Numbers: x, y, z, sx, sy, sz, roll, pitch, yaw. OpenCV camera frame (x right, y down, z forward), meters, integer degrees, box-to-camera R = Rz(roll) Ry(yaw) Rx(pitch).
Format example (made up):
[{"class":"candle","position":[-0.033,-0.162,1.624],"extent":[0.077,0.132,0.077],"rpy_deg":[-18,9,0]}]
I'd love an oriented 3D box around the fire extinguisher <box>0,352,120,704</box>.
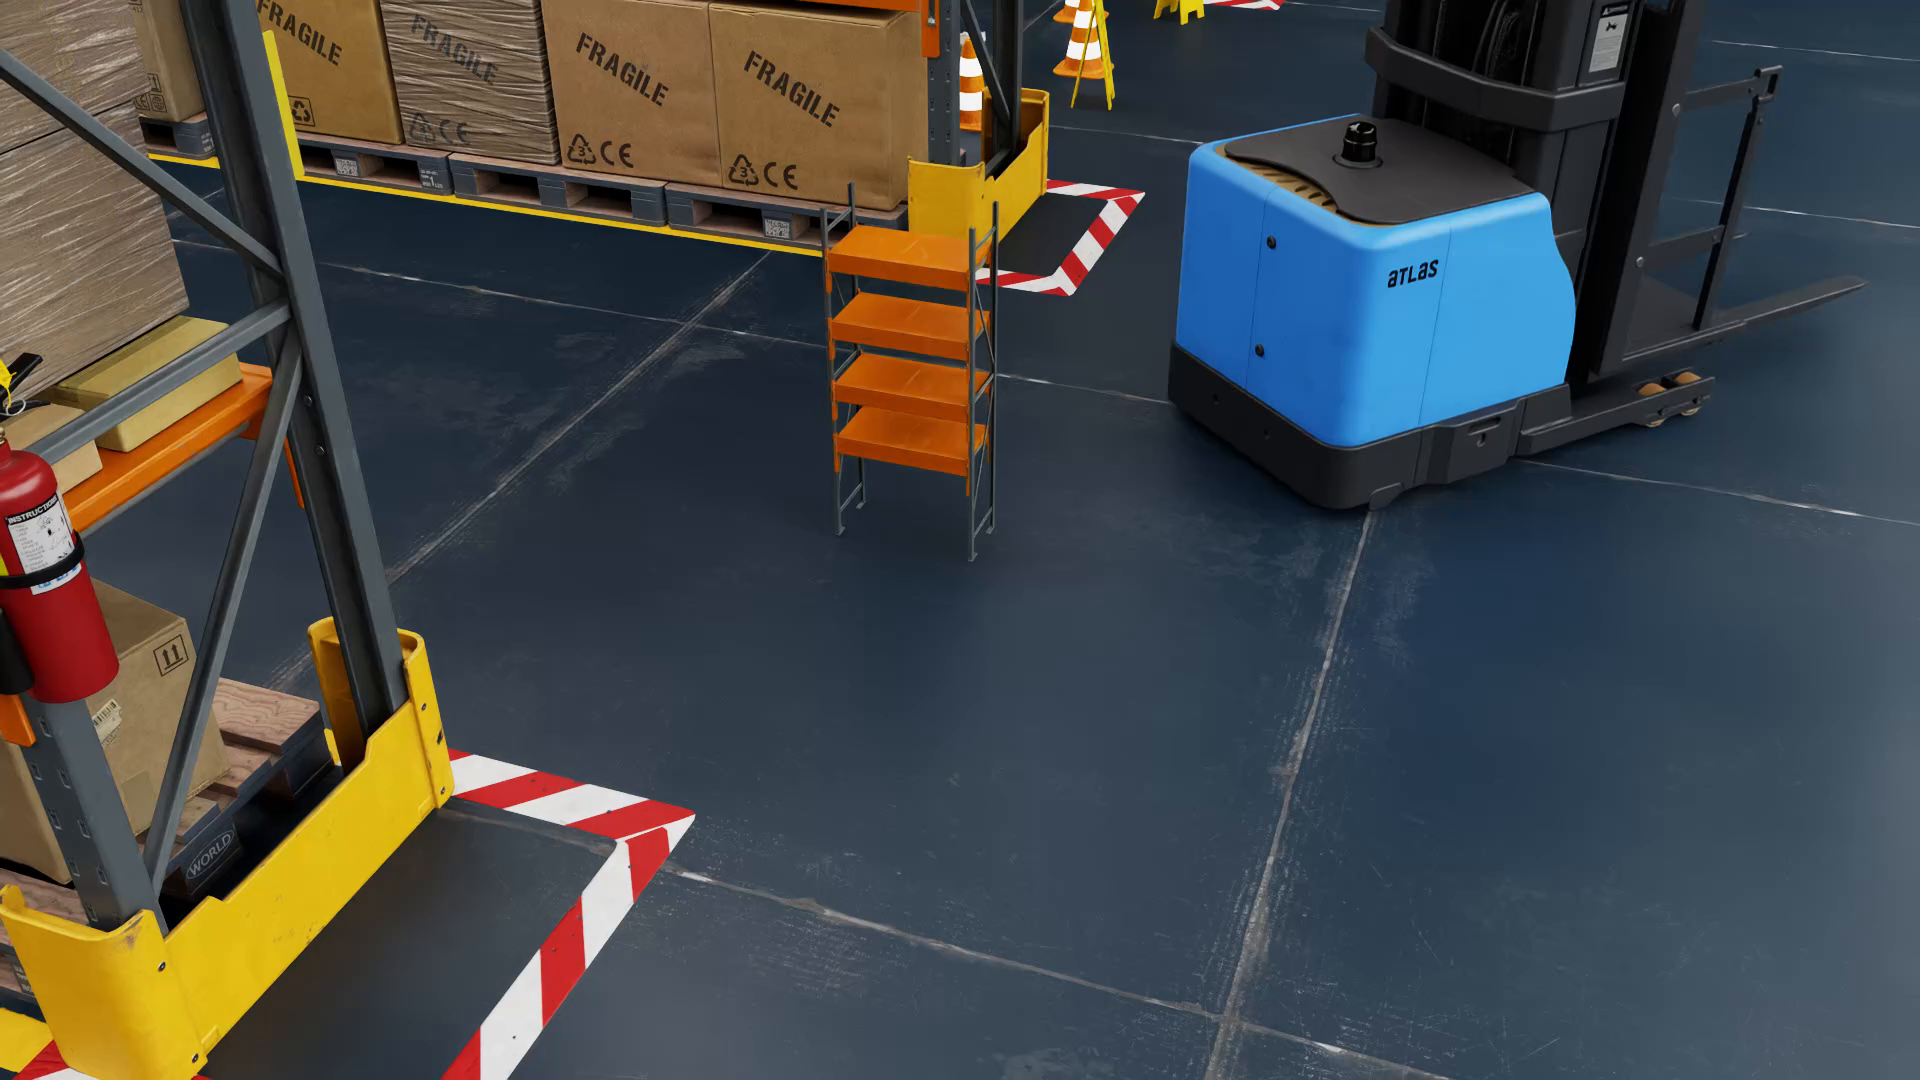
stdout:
[{"class":"fire extinguisher","position":[-1.736,-0.011,3.073],"extent":[0.183,0.674,0.296],"rpy_deg":[11,34,16]}]

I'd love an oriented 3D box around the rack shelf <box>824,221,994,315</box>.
[{"class":"rack shelf","position":[-0.156,-0.864,5.258],"extent":[0.480,0.148,0.258],"rpy_deg":[11,34,16]}]

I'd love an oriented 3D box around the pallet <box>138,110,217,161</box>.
[{"class":"pallet","position":[-4.437,-2.477,9.392],"extent":[1.213,0.211,1.003],"rpy_deg":[11,34,16]}]

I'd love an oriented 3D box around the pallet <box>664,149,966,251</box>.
[{"class":"pallet","position":[-0.698,-1.749,8.264],"extent":[1.213,0.211,1.003],"rpy_deg":[11,34,16]}]

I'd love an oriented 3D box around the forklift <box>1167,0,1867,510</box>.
[{"class":"forklift","position":[2.351,-1.901,5.992],"extent":[3.031,2.935,1.130],"rpy_deg":[-17,36,-24]}]

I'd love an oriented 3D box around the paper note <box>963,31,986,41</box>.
[{"class":"paper note","position":[0.094,-3.269,10.786],"extent":[0.142,0.019,0.148],"rpy_deg":[0,33,0]}]

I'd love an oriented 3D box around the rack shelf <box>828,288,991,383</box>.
[{"class":"rack shelf","position":[-0.156,-0.666,5.387],"extent":[0.480,0.148,0.258],"rpy_deg":[11,34,16]}]

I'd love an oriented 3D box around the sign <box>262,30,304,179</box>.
[{"class":"sign","position":[-1.505,-0.941,3.643],"extent":[0.005,0.325,0.100],"rpy_deg":[11,34,16]}]

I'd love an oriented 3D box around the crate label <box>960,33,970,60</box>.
[{"class":"crate label","position":[0.000,-3.061,10.364],"extent":[0.298,0.136,0.250],"rpy_deg":[-6,33,-9]}]

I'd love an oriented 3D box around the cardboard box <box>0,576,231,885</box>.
[{"class":"cardboard box","position":[-2.270,0.451,4.203],"extent":[0.500,0.500,0.500],"rpy_deg":[18,37,25]}]

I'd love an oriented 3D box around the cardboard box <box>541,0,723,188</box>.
[{"class":"cardboard box","position":[-1.409,-2.348,8.193],"extent":[0.875,0.875,0.875],"rpy_deg":[10,34,16]}]

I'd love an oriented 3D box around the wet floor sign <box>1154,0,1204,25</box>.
[{"class":"wet floor sign","position":[1.473,-3.790,11.025],"extent":[0.232,0.644,0.267],"rpy_deg":[24,40,32]}]

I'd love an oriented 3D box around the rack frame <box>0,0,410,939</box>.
[{"class":"rack frame","position":[-1.688,-0.300,3.449],"extent":[0.127,3.000,1.000],"rpy_deg":[11,34,16]}]

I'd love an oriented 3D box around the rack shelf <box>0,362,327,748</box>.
[{"class":"rack shelf","position":[-3.571,-0.364,4.211],"extent":[4.000,0.370,1.077],"rpy_deg":[11,34,16]}]

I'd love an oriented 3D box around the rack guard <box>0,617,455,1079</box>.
[{"class":"rack guard","position":[-1.759,0.736,4.149],"extent":[0.348,0.500,1.175],"rpy_deg":[11,34,16]}]

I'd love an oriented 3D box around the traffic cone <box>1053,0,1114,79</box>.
[{"class":"traffic cone","position":[0.761,-3.085,10.102],"extent":[0.334,0.463,0.336],"rpy_deg":[11,34,16]}]

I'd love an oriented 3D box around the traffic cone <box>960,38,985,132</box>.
[{"class":"traffic cone","position":[0.060,-2.571,9.305],"extent":[0.334,0.463,0.336],"rpy_deg":[11,34,16]}]

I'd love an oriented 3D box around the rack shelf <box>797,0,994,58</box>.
[{"class":"rack shelf","position":[-1.802,-2.878,8.105],"extent":[4.000,0.370,1.077],"rpy_deg":[11,34,16]}]

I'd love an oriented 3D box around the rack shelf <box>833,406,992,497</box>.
[{"class":"rack shelf","position":[-0.156,-0.311,5.616],"extent":[0.480,0.148,0.258],"rpy_deg":[11,34,16]}]

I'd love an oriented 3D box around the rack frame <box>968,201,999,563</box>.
[{"class":"rack frame","position":[0.074,-0.490,5.402],"extent":[0.015,1.200,0.240],"rpy_deg":[11,34,16]}]

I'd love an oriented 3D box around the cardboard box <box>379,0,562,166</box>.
[{"class":"cardboard box","position":[-2.267,-2.516,8.453],"extent":[0.875,0.875,0.875],"rpy_deg":[11,35,17]}]

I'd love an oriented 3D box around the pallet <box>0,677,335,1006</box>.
[{"class":"pallet","position":[-2.512,0.691,4.485],"extent":[1.213,0.211,1.003],"rpy_deg":[11,34,16]}]

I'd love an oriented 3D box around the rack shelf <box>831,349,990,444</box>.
[{"class":"rack shelf","position":[-0.156,-0.478,5.508],"extent":[0.480,0.148,0.258],"rpy_deg":[11,34,16]}]

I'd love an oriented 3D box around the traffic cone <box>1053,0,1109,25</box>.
[{"class":"traffic cone","position":[0.816,-3.714,11.076],"extent":[0.334,0.463,0.336],"rpy_deg":[11,34,16]}]

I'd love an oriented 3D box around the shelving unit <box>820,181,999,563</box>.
[{"class":"shelving unit","position":[-0.156,-0.534,5.471],"extent":[0.503,1.200,0.258],"rpy_deg":[11,34,16]}]

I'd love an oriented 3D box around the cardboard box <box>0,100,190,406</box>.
[{"class":"cardboard box","position":[-2.196,-0.582,3.519],"extent":[0.500,0.500,0.875],"rpy_deg":[11,34,16]}]

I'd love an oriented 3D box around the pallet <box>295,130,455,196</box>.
[{"class":"pallet","position":[-2.995,-2.195,8.956],"extent":[1.213,0.211,1.003],"rpy_deg":[11,34,16]}]

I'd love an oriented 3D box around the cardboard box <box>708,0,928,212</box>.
[{"class":"cardboard box","position":[-0.580,-2.188,7.945],"extent":[0.875,0.875,0.875],"rpy_deg":[11,35,17]}]

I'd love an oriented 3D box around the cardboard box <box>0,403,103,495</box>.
[{"class":"cardboard box","position":[-2.026,-0.141,3.435],"extent":[0.250,0.149,0.380],"rpy_deg":[11,34,16]}]

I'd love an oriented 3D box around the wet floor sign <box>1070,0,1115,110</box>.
[{"class":"wet floor sign","position":[0.776,-2.831,9.539],"extent":[0.232,0.644,0.267],"rpy_deg":[5,33,8]}]

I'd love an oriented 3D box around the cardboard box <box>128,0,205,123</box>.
[{"class":"cardboard box","position":[-4.300,-2.845,9.078],"extent":[0.750,0.750,1.050],"rpy_deg":[11,34,16]}]

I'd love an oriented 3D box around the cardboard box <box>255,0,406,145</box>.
[{"class":"cardboard box","position":[-3.116,-2.679,8.706],"extent":[0.875,0.875,0.875],"rpy_deg":[12,35,17]}]

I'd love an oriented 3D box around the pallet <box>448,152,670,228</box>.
[{"class":"pallet","position":[-1.843,-1.973,8.611],"extent":[1.213,0.211,1.003],"rpy_deg":[11,34,16]}]

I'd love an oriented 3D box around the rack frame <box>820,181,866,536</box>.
[{"class":"rack frame","position":[-0.386,-0.579,5.541],"extent":[0.015,1.200,0.240],"rpy_deg":[11,34,16]}]

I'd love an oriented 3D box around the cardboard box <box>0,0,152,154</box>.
[{"class":"cardboard box","position":[-2.114,-1.127,3.442],"extent":[0.500,0.500,0.500],"rpy_deg":[11,34,16]}]

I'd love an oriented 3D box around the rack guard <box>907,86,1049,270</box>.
[{"class":"rack guard","position":[0.103,-1.760,8.014],"extent":[0.348,0.500,1.175],"rpy_deg":[11,34,16]}]

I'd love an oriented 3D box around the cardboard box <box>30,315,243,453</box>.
[{"class":"cardboard box","position":[-1.876,-0.368,3.787],"extent":[0.250,0.149,0.380],"rpy_deg":[11,34,16]}]

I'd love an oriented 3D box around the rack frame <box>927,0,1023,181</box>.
[{"class":"rack frame","position":[0.081,-2.814,7.343],"extent":[0.127,3.000,1.000],"rpy_deg":[11,34,16]}]
